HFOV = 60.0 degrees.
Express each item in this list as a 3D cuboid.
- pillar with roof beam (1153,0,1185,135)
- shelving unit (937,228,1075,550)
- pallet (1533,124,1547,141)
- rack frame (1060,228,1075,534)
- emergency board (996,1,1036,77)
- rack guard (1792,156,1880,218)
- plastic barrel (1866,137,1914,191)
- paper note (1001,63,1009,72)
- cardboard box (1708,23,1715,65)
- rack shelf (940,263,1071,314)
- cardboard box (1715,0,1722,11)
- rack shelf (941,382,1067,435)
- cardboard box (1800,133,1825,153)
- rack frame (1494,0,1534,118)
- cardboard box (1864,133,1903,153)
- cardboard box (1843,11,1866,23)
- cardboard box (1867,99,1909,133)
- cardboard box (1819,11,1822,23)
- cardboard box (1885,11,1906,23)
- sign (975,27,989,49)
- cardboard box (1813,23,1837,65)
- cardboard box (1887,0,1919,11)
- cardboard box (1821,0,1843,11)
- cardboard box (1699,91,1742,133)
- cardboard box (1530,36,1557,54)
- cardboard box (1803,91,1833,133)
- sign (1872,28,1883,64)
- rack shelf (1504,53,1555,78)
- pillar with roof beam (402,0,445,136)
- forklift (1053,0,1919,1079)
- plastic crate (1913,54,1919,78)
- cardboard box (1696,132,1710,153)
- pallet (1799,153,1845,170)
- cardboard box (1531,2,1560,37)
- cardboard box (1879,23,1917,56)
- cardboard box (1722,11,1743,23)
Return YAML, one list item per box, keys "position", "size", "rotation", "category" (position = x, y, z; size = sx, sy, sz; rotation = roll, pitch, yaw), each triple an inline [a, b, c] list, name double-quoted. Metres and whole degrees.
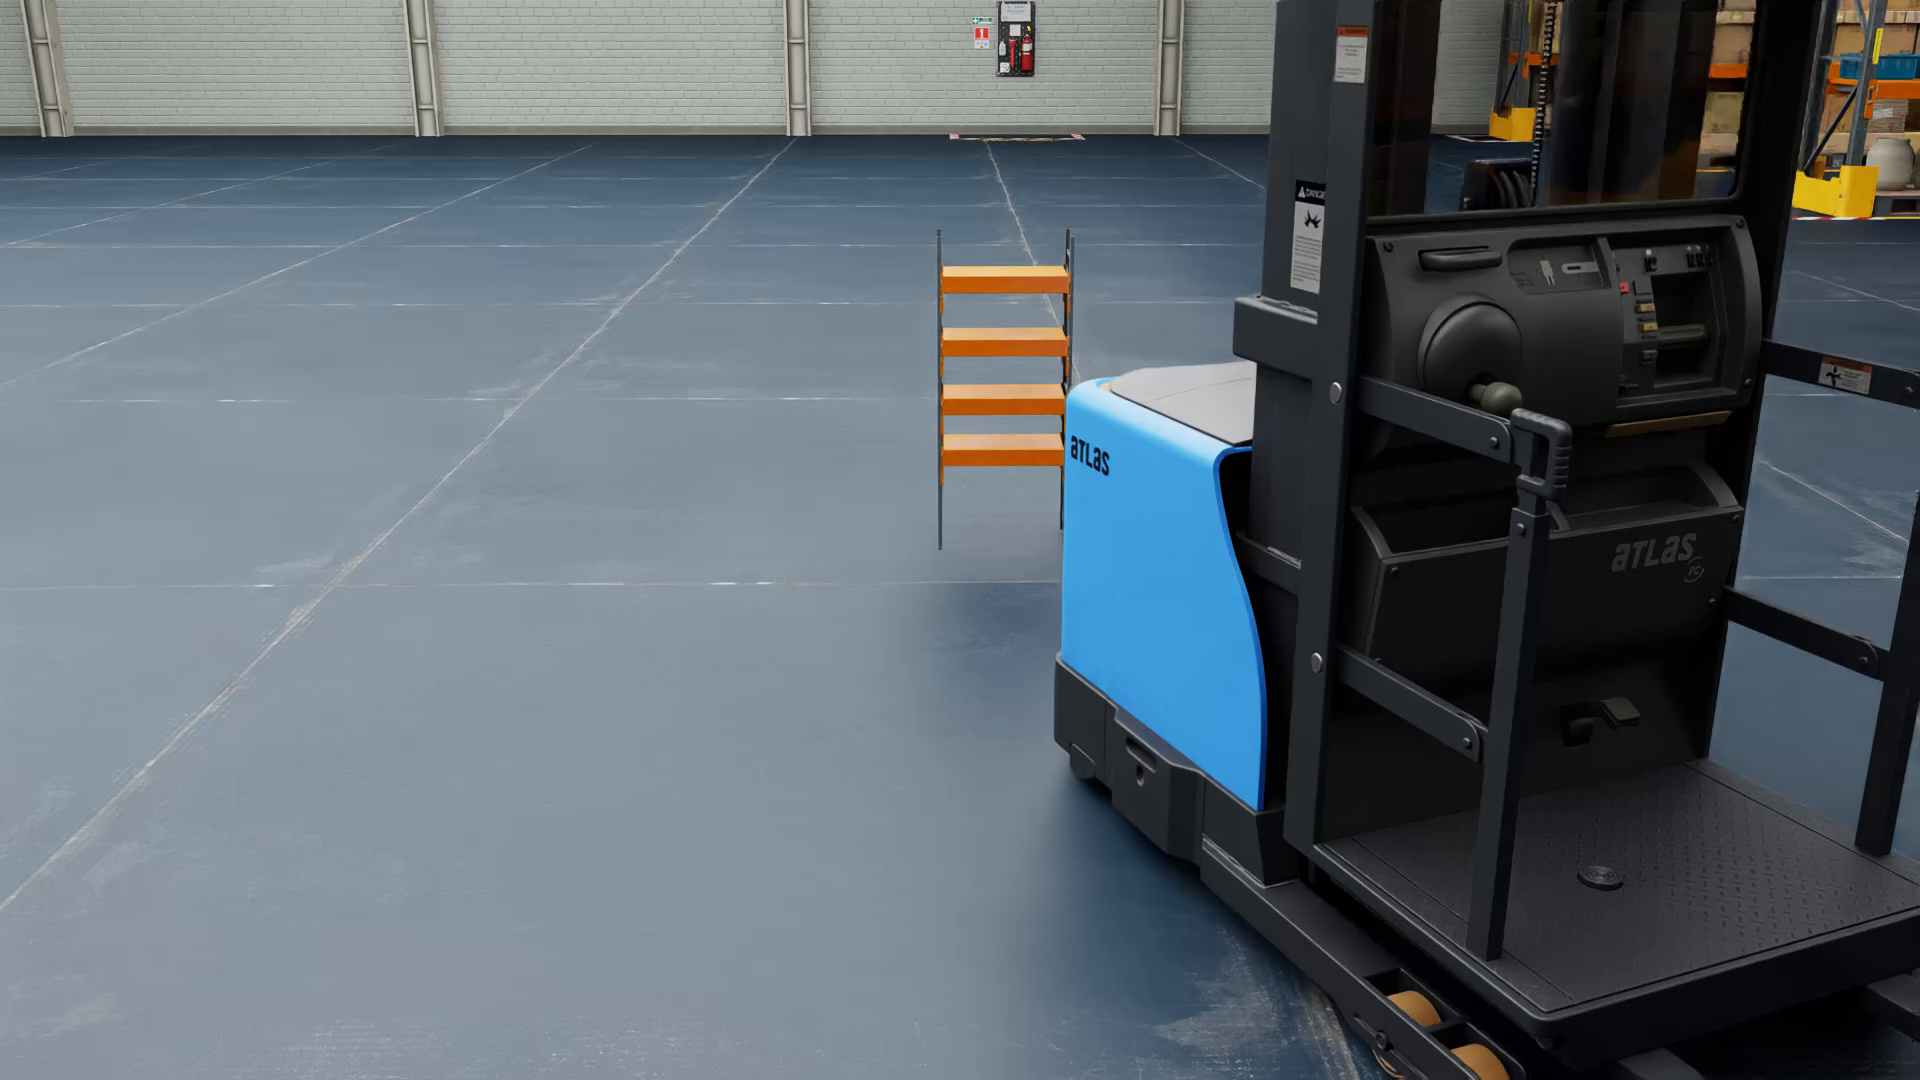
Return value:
- position: [3.448, -9.610, 21.773]
  size: [0.400, 9.000, 9.100]
  rotation: [0, 18, -1]
  category: "pillar with roof beam"
- position: [0.166, -0.572, 6.367]
  size: [0.503, 1.200, 0.258]
  rotation: [0, 18, -1]
  category: "shelving unit"
- position: [9.581, -6.495, 26.450]
  size: [1.213, 0.211, 1.003]
  rotation: [0, 18, -1]
  category: "pallet"
- position: [0.409, -0.573, 6.370]
  size: [0.015, 1.200, 0.240]
  rotation: [0, 18, -1]
  category: "rack frame"
- position: [0.908, -8.068, 26.787]
  size: [0.643, 1.169, 0.194]
  rotation: [0, 18, -1]
  category: "emergency board"
- position: [8.924, -3.628, 17.040]
  size: [0.348, 0.500, 1.175]
  rotation: [0, 18, -1]
  category: "rack guard"
- position: [9.506, -3.846, 17.010]
  size: [0.421, 0.512, 0.421]
  rotation: [0, 18, 0]
  category: "plastic barrel"
- position: [0.730, -7.669, 26.985]
  size: [0.142, 0.148, 0.016]
  rotation: [0, 18, -1]
  category: "paper note"
- position: [9.241, -6.363, 21.308]
  size: [0.500, 0.500, 0.700]
  rotation: [0, 18, -1]
  category: "cardboard box"
- position: [0.166, -0.946, 6.247]
  size: [0.480, 0.148, 0.258]
  rotation: [0, 18, -1]
  category: "rack shelf"
- position: [9.294, -6.981, 21.110]
  size: [0.500, 0.500, 0.700]
  rotation: [0, 18, -1]
  category: "cardboard box"
- position: [0.166, -0.508, 6.387]
  size: [0.480, 0.148, 0.258]
  rotation: [0, 18, -1]
  category: "rack shelf"
- position: [10.814, -5.149, 21.501]
  size: [0.500, 0.250, 0.500]
  rotation: [0, 18, -1]
  category: "cardboard box"
- position: [8.693, -7.830, 26.044]
  size: [0.127, 3.000, 1.000]
  rotation: [0, 18, -1]
  category: "rack frame"
- position: [11.814, -5.158, 21.531]
  size: [0.500, 0.250, 0.500]
  rotation: [0, 18, -1]
  category: "cardboard box"
- position: [11.236, -6.620, 21.048]
  size: [0.250, 0.149, 0.380]
  rotation: [0, 18, 1]
  category: "cardboard box"
- position: [11.814, -5.516, 21.418]
  size: [0.500, 0.500, 0.500]
  rotation: [0, 18, -1]
  category: "cardboard box"
- position: [10.707, -6.616, 21.037]
  size: [0.250, 0.149, 0.380]
  rotation: [0, 18, 0]
  category: "cardboard box"
- position: [11.734, -6.622, 21.053]
  size: [0.250, 0.149, 0.380]
  rotation: [0, 18, -1]
  category: "cardboard box"
- position: [0.354, -8.114, 26.872]
  size: [0.234, 0.329, 0.001]
  rotation: [0, 18, -1]
  category: "sign"
- position: [10.789, -6.371, 21.333]
  size: [0.500, 0.500, 0.700]
  rotation: [0, 18, 1]
  category: "cardboard box"
- position: [11.825, -6.994, 21.153]
  size: [0.500, 0.500, 0.700]
  rotation: [0, 18, -1]
  category: "cardboard box"
- position: [10.825, -6.990, 21.139]
  size: [0.500, 0.500, 0.700]
  rotation: [0, 18, -1]
  category: "cardboard box"
- position: [9.814, -5.502, 21.375]
  size: [0.500, 0.500, 0.500]
  rotation: [0, 18, -1]
  category: "cardboard box"
- position: [9.185, -7.673, 25.769]
  size: [0.500, 0.250, 0.500]
  rotation: [-1, 18, -2]
  category: "cardboard box"
- position: [10.814, -5.505, 21.386]
  size: [0.500, 0.500, 0.500]
  rotation: [0, 18, -1]
  category: "cardboard box"
- position: [8.853, -4.768, 16.046]
  size: [0.005, 0.325, 0.100]
  rotation: [0, 18, -1]
  category: "sign"
- position: [10.692, -7.497, 26.184]
  size: [4.000, 0.370, 1.077]
  rotation: [0, 18, -1]
  category: "rack shelf"
- position: [-8.551, -9.552, 21.593]
  size: [0.400, 9.000, 9.100]
  rotation: [0, 18, -1]
  category: "pillar with roof beam"
- position: [1.302, -0.434, 3.103]
  size: [1.130, 2.935, 3.031]
  rotation: [-7, 19, -22]
  category: "forklift"
- position: [9.994, -4.828, 16.931]
  size: [0.408, 0.251, 0.499]
  rotation: [0, 18, -1]
  category: "plastic crate"
- position: [9.314, -5.142, 21.480]
  size: [0.500, 0.250, 0.500]
  rotation: [0, 18, -1]
  category: "cardboard box"
- position: [10.755, -5.010, 21.821]
  size: [1.213, 0.211, 1.003]
  rotation: [0, 18, -1]
  category: "pallet"
- position: [9.175, -8.035, 25.671]
  size: [0.500, 0.500, 0.500]
  rotation: [0, 18, -1]
  category: "cardboard box"
- position: [11.803, -6.375, 21.346]
  size: [0.500, 0.500, 0.700]
  rotation: [0, 18, -1]
  category: "cardboard box"
- position: [9.684, -6.612, 21.023]
  size: [0.250, 0.149, 0.380]
  rotation: [0, 18, -1]
  category: "cardboard box"
